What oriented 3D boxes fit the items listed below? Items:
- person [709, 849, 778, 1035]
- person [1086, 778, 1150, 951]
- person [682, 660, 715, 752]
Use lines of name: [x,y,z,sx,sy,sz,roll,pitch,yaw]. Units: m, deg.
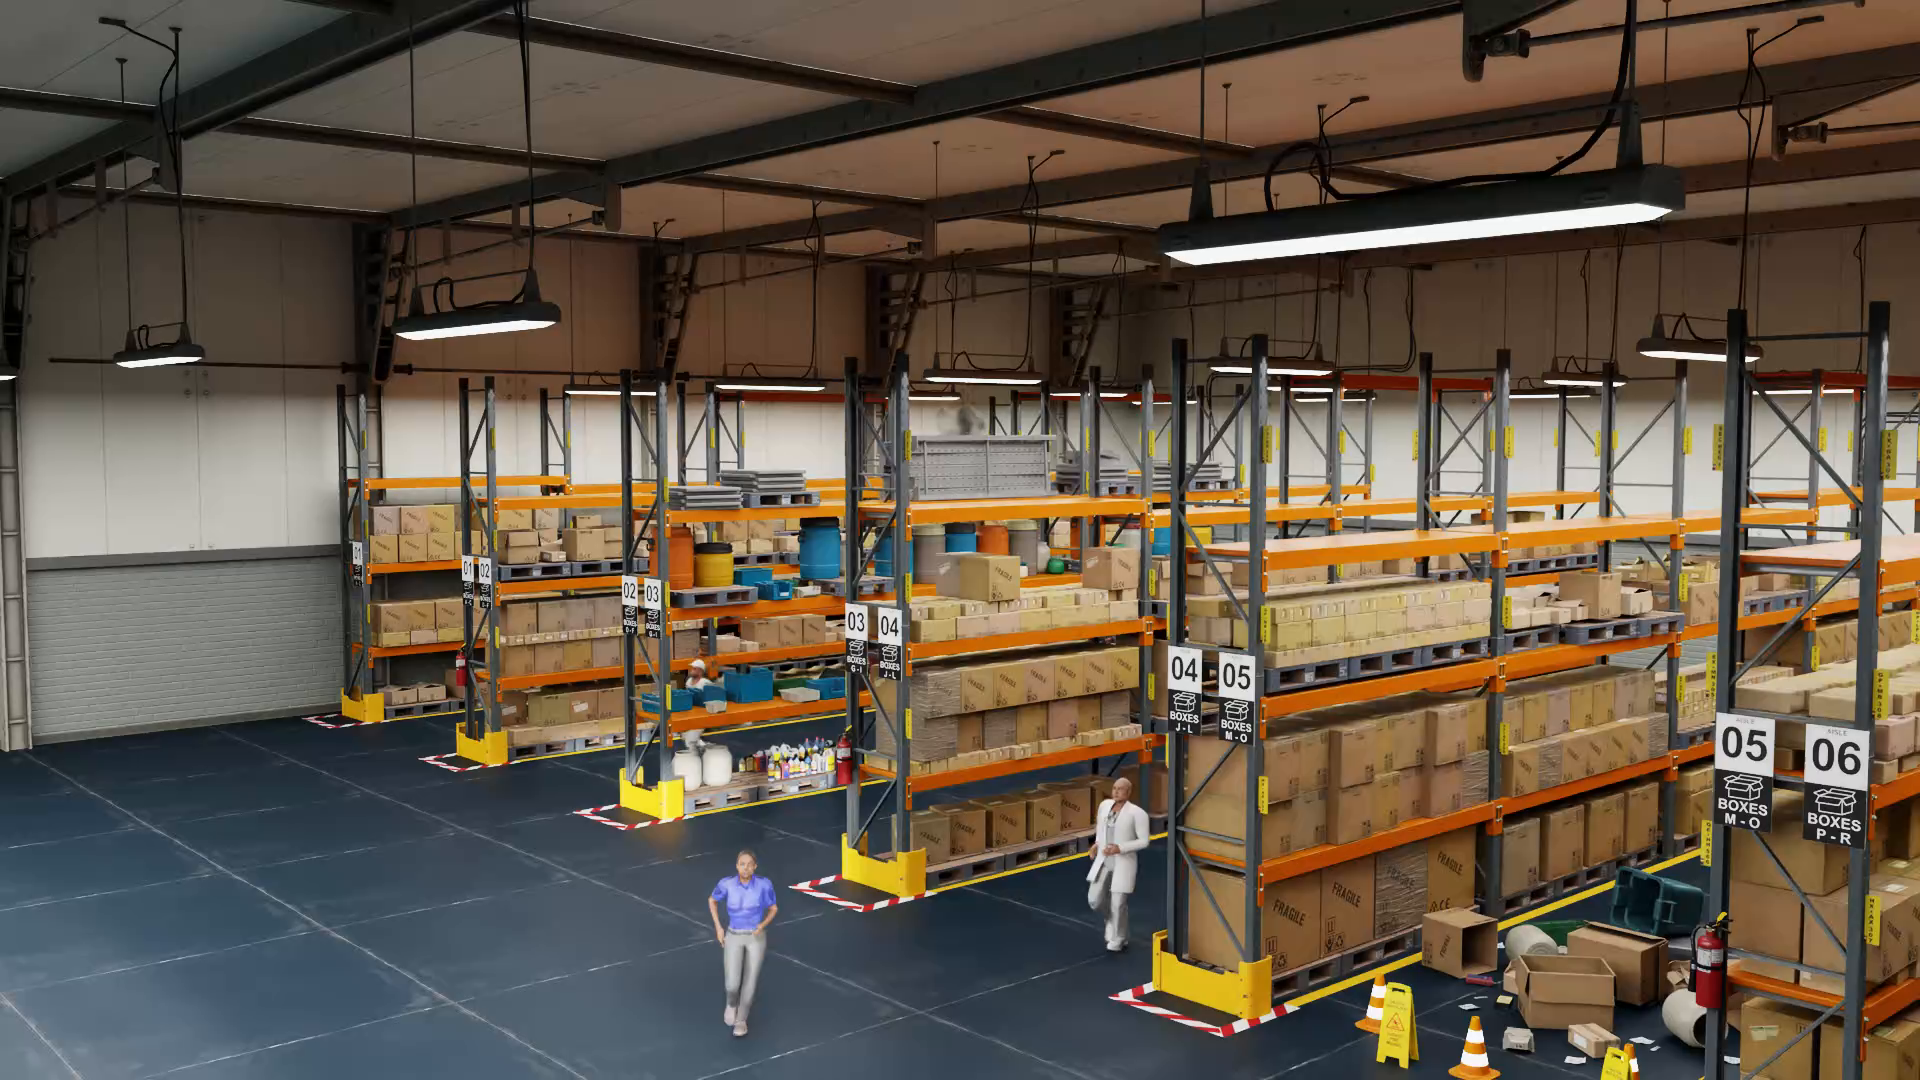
person: [-1.832,3.429,14.134,0.578,1.610,0.578,-1,4,-11]
person: [1.536,3.214,16.447,0.703,1.731,0.633,2,5,34]
person: [-3.897,2.659,24.810,0.653,1.758,0.818,3,5,41]
